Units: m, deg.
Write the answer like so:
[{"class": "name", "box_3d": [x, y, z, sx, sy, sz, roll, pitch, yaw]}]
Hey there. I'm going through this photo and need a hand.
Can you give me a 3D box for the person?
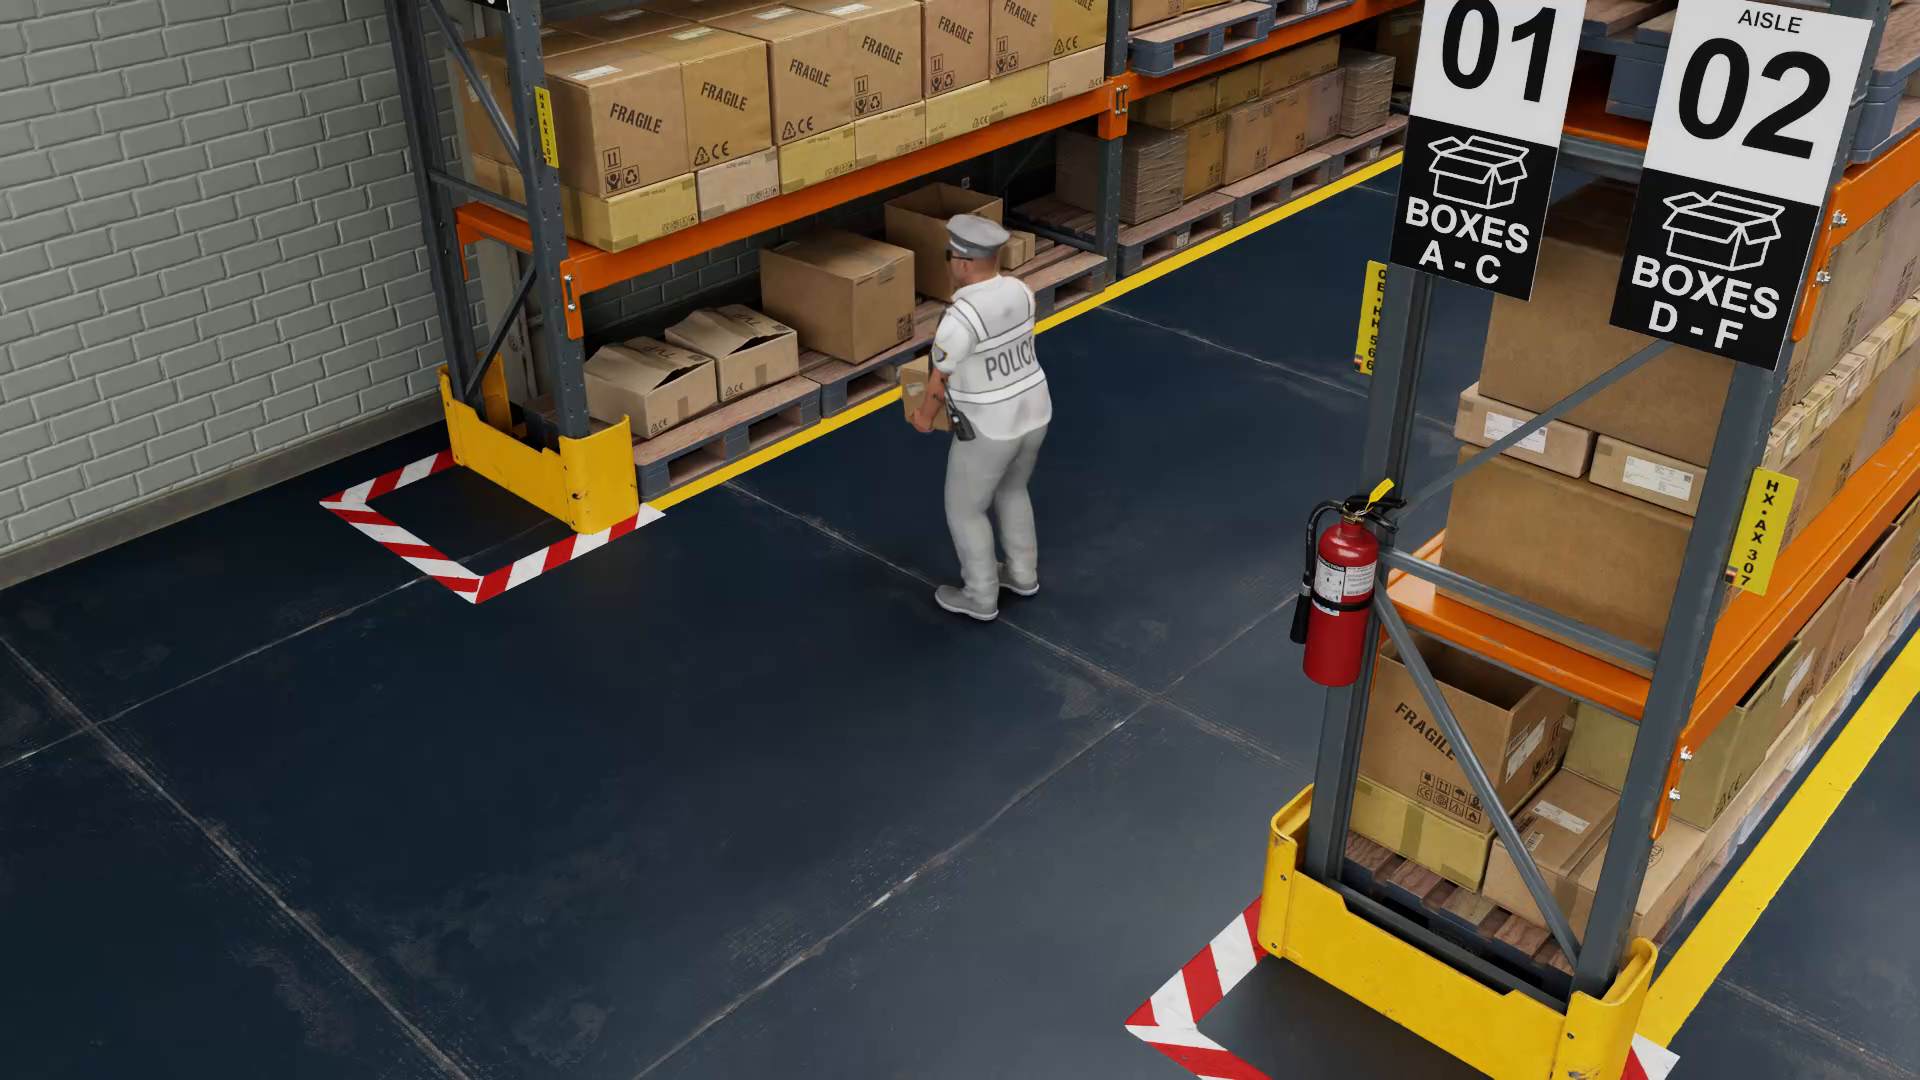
[{"class": "person", "box_3d": [0.074, -0.506, 6.976, 0.589, 1.750, 0.487, 24, 39, 34]}]
